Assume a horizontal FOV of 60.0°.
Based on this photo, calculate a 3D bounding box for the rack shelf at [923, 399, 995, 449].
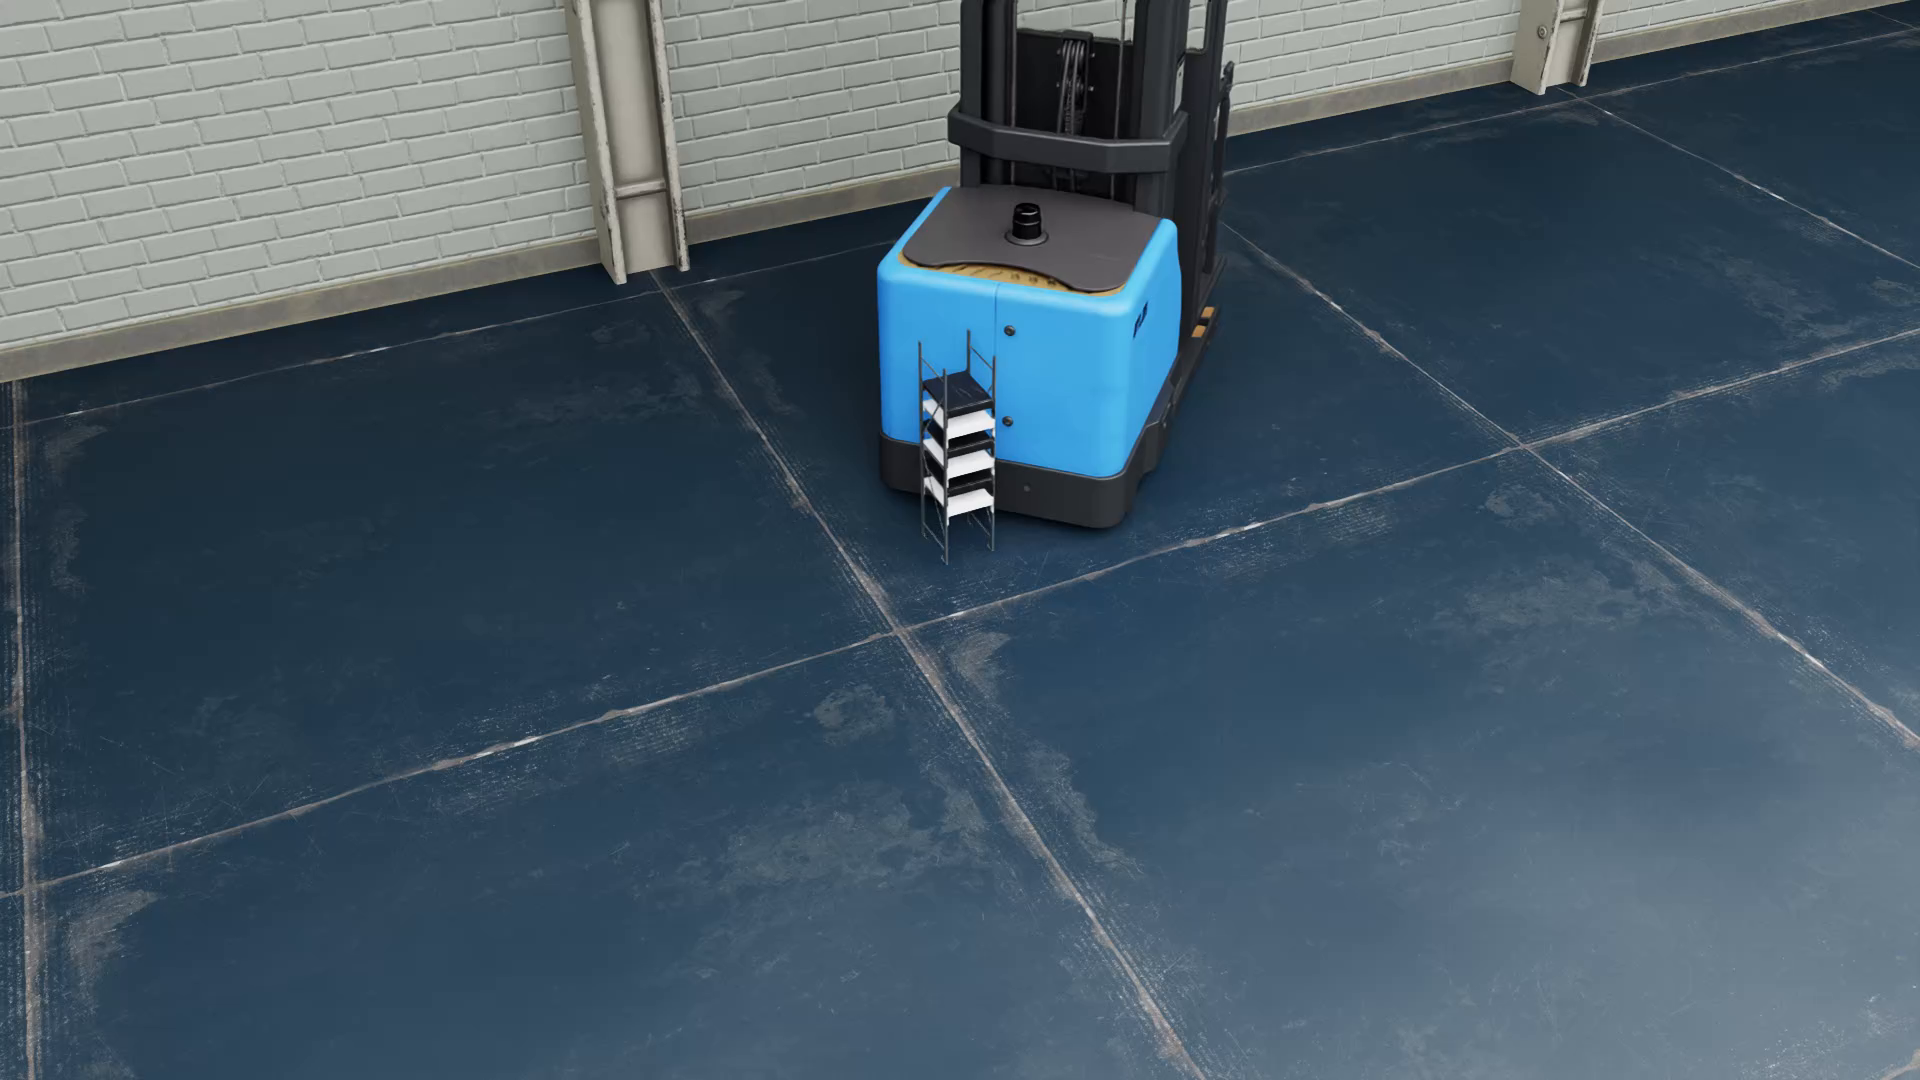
[{"bbox_3d":[-0.011,-0.468,6.379,0.200,0.077,0.258,-16,39,-20],"label":"rack shelf"}]

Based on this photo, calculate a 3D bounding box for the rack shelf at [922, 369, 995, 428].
[{"bbox_3d":[-0.011,-0.540,6.325,0.200,0.077,0.258,-16,39,-20],"label":"rack shelf"}]

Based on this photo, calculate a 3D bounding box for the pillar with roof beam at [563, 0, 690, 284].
[{"bbox_3d":[0.184,-2.733,2.881,0.400,9.000,9.100,-16,39,-20],"label":"pillar with roof beam"}]

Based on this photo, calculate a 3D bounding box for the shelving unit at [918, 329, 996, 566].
[{"bbox_3d":[-0.011,-0.350,6.467,0.210,0.900,0.258,-16,39,-20],"label":"shelving unit"}]

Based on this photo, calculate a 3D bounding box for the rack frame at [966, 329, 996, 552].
[{"bbox_3d":[0.080,-0.376,6.502,0.006,0.900,0.240,-16,39,-20],"label":"rack frame"}]

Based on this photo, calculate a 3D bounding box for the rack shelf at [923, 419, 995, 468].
[{"bbox_3d":[-0.011,-0.396,6.433,0.200,0.077,0.258,-16,39,-20],"label":"rack shelf"}]

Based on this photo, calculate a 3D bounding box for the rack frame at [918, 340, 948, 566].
[{"bbox_3d":[-0.103,-0.324,6.431,0.006,0.900,0.240,-16,39,-20],"label":"rack frame"}]

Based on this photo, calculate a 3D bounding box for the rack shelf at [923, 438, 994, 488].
[{"bbox_3d":[-0.011,-0.323,6.486,0.200,0.077,0.258,-16,39,-20],"label":"rack shelf"}]

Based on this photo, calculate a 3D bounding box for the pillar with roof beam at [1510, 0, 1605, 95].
[{"bbox_3d":[5.615,-4.251,4.928,0.400,9.000,9.100,-16,39,-20],"label":"pillar with roof beam"}]

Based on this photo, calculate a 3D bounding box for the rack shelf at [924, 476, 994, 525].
[{"bbox_3d":[-0.011,-0.179,6.594,0.200,0.077,0.258,-16,39,-20],"label":"rack shelf"}]

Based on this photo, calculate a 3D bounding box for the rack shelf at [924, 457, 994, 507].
[{"bbox_3d":[-0.011,-0.251,6.540,0.200,0.077,0.258,-16,39,-20],"label":"rack shelf"}]

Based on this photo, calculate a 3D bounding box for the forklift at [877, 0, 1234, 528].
[{"bbox_3d":[0.622,-2.103,7.124,1.130,2.935,3.031,12,38,15],"label":"forklift"}]
